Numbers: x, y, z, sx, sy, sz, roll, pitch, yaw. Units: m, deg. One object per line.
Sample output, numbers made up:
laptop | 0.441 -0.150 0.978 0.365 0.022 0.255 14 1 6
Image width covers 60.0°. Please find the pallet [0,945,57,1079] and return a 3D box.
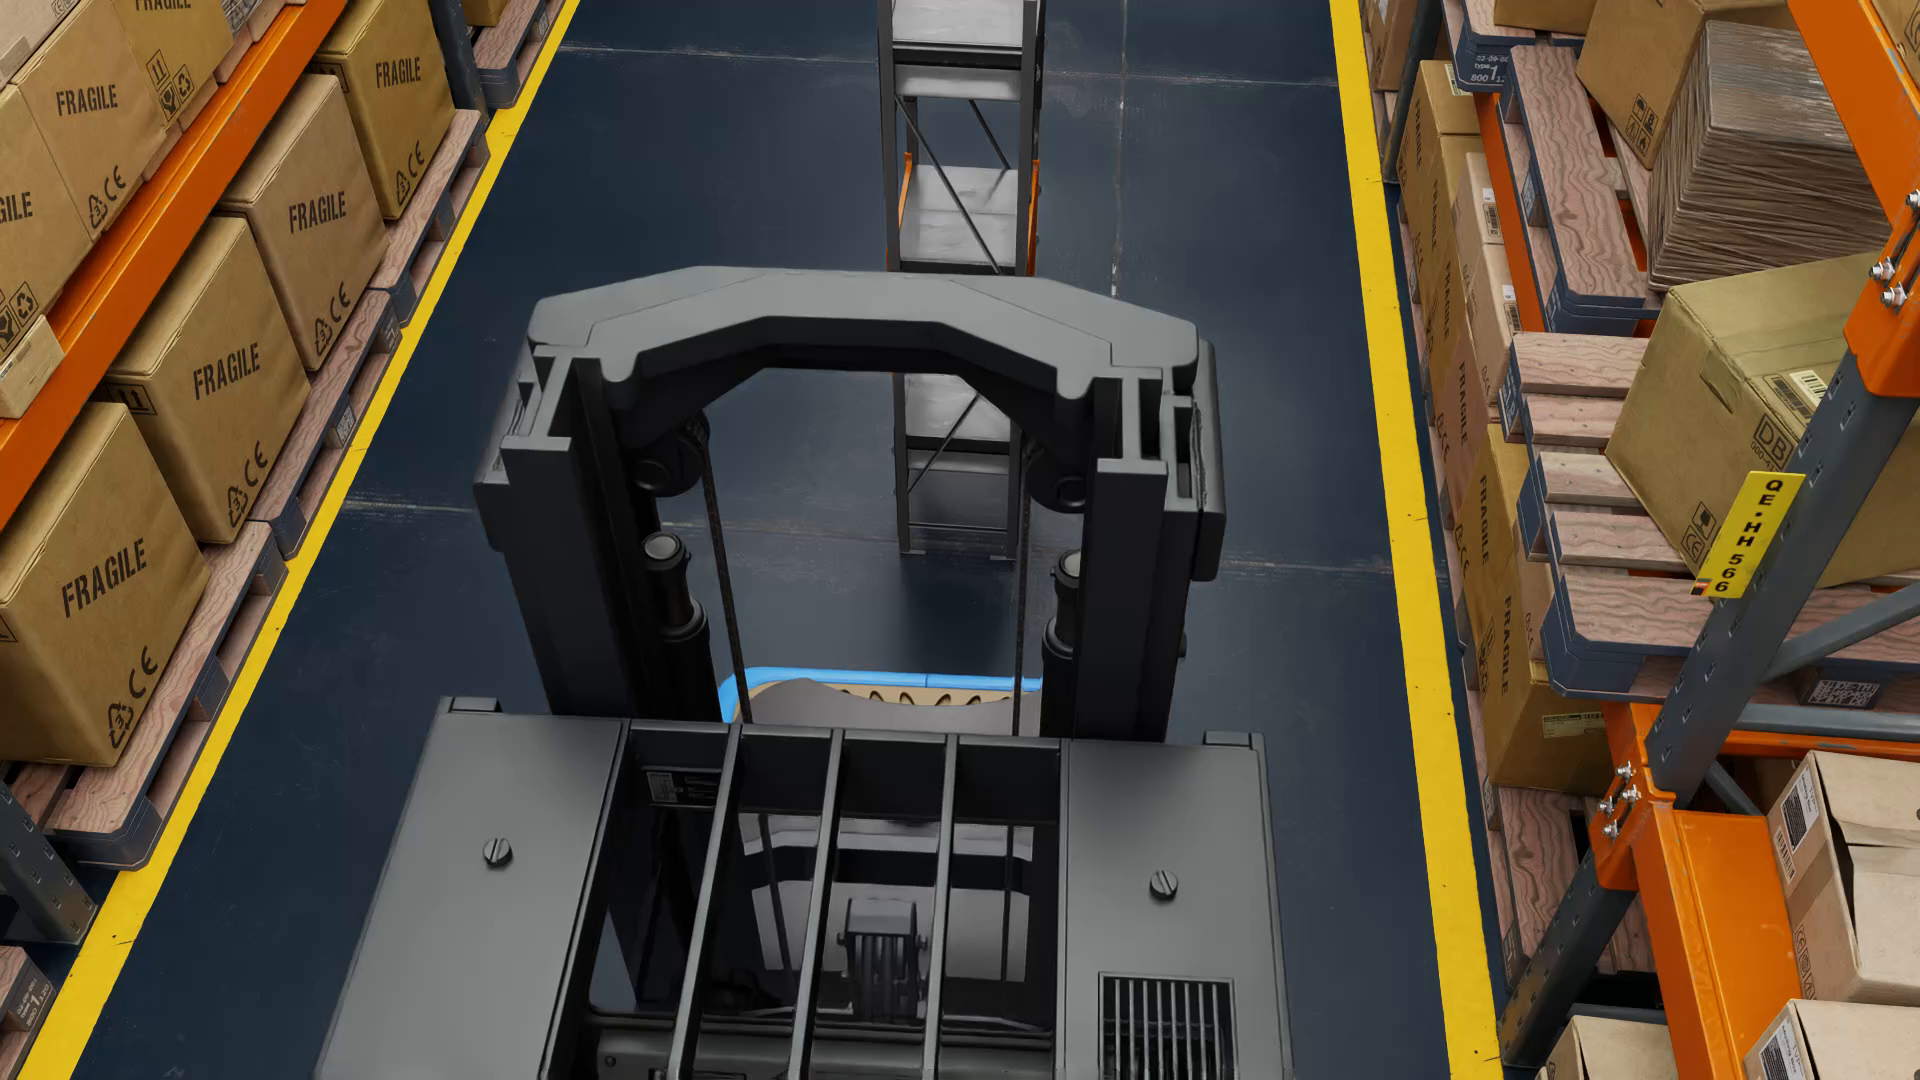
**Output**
pallet | -3.049 1.574 4.168 1.003 0.211 1.213 4 48 4

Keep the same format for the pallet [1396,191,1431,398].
pallet | 2.285 -1.009 6.530 1.003 0.211 1.213 4 48 4

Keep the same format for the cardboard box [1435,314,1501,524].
cardboard box | 1.897 -0.385 5.466 0.500 0.500 0.500 2 48 2

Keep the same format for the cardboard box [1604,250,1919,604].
cardboard box | 1.902 -0.257 3.600 0.700 0.500 0.500 -11 48 -10

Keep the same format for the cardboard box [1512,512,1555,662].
cardboard box | 1.809 0.086 4.526 0.500 0.250 0.500 6 48 5

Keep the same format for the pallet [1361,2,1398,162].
pallet | 2.385 -2.114 7.541 1.003 0.211 1.213 4 48 4

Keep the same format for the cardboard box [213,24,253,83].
cardboard box | -2.520 -1.605 5.342 0.380 0.149 0.250 3 48 2

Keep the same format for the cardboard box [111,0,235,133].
cardboard box | -2.535 -1.554 4.856 0.500 0.500 0.500 5 48 5

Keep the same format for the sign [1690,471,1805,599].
sign | 1.415 -0.005 2.991 0.100 0.325 0.005 4 48 4

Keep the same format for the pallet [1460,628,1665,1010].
pallet | 2.062 0.784 4.890 1.003 0.211 1.213 4 48 4

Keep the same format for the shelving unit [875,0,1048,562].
shelving unit | 0.015 -0.830 5.086 0.431 2.100 0.503 4 48 4

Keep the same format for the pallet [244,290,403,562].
pallet | -2.716 -0.469 6.036 1.003 0.211 1.213 4 48 4

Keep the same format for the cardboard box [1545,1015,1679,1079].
cardboard box | 1.617 1.351 3.680 0.500 0.311 0.500 5 48 5

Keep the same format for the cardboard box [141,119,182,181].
cardboard box | -2.587 -1.218 4.988 0.380 0.149 0.250 4 48 4

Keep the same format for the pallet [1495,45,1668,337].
pallet | 2.129 -0.976 4.740 1.003 0.211 1.213 4 48 4

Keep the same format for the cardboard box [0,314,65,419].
cardboard box | -2.576 -0.464 4.298 0.380 0.149 0.250 5 48 5

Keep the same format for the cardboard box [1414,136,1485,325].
cardboard box | 1.997 -1.124 6.141 0.500 0.500 0.500 4 48 4

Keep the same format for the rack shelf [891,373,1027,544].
rack shelf | 0.015 -0.349 5.613 0.431 0.518 0.480 4 48 4

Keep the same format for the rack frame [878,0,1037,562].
rack frame | -0.007 -0.651 4.922 0.400 2.100 0.015 4 48 4

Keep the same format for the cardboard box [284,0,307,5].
cardboard box | -2.395 -1.963 5.669 0.380 0.149 0.250 4 48 4

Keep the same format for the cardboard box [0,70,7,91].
cardboard box | -2.630 -1.047 3.884 0.500 0.250 0.500 3 48 3

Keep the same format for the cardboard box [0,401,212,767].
cardboard box | -2.779 0.111 4.788 0.750 0.750 0.750 3 48 3

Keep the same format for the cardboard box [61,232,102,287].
cardboard box | -2.661 -0.849 4.650 0.380 0.149 0.250 5 48 4

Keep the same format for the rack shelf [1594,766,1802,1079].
rack shelf | 1.774 2.101 2.283 1.077 0.370 4.000 4 48 4

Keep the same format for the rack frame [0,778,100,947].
rack frame | -2.977 0.058 3.664 1.000 3.000 0.127 4 48 4

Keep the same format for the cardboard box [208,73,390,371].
cardboard box | -2.620 -1.157 5.948 0.750 0.750 0.750 5 48 5

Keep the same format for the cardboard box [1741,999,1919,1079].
cardboard box | 1.682 1.063 2.805 0.500 0.311 0.500 3 48 3

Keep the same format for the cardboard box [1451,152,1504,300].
cardboard box | 1.943 -1.035 5.551 0.500 0.250 0.500 4 48 4

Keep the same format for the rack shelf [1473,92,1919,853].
rack shelf | 2.139 -0.838 4.971 1.077 0.370 4.000 4 48 4

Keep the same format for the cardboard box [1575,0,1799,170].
cardboard box | 2.222 -1.424 4.667 0.700 0.500 0.500 -7 48 -6

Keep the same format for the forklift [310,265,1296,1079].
forklift | -0.163 1.145 2.716 1.130 2.935 3.031 2 48 2

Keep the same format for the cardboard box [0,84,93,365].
cardboard box | -2.621 -0.806 4.172 0.500 0.500 0.500 5 48 5

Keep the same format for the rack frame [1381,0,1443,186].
rack frame | 2.321 -2.551 6.050 1.000 3.000 0.127 4 48 4

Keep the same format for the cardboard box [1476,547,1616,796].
cardboard box | 1.808 0.381 4.765 0.500 0.500 0.500 6 48 5

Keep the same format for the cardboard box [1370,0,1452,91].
cardboard box | 2.091 -2.293 7.210 0.500 0.500 0.500 4 48 4
